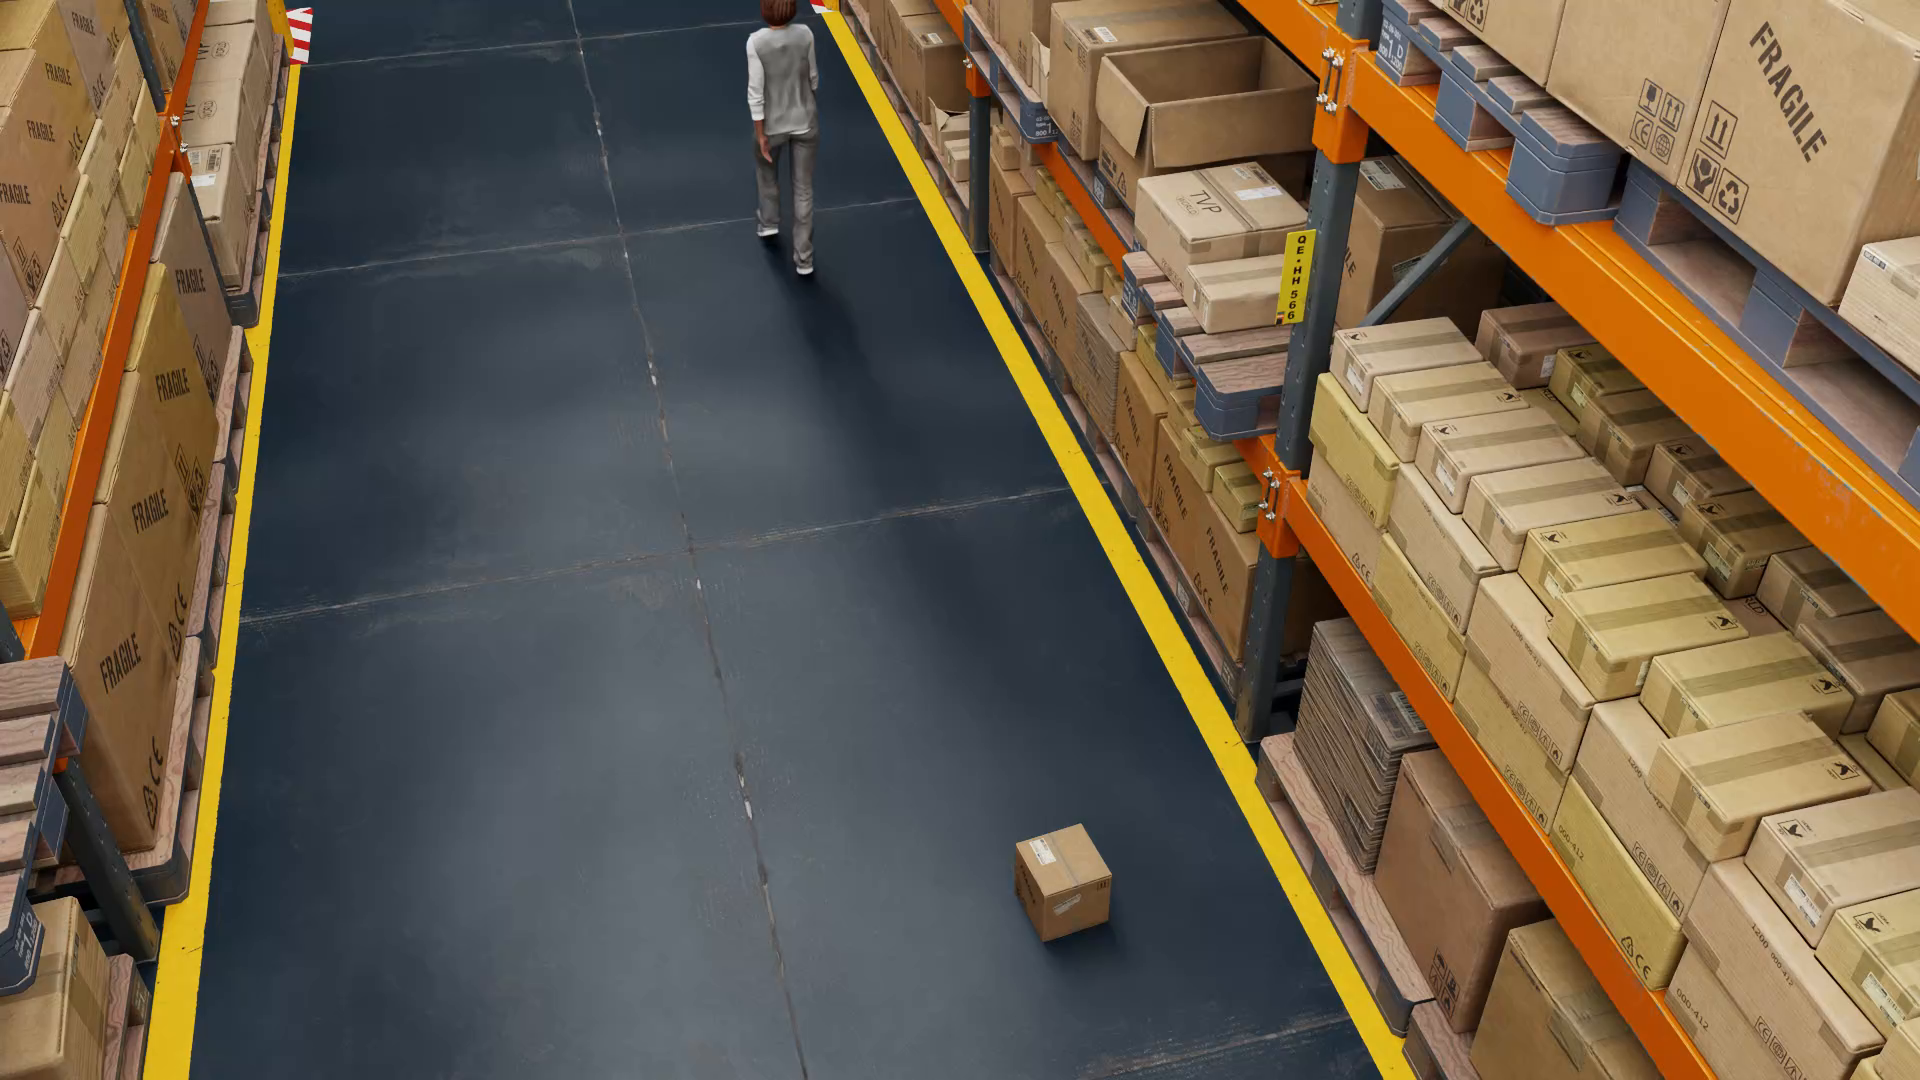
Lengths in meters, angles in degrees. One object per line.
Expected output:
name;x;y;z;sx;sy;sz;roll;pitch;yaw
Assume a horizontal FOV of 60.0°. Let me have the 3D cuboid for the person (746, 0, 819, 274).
person;-0.949;-2.239;8.975;0.408;1.602;0.728;-9;40;-11
